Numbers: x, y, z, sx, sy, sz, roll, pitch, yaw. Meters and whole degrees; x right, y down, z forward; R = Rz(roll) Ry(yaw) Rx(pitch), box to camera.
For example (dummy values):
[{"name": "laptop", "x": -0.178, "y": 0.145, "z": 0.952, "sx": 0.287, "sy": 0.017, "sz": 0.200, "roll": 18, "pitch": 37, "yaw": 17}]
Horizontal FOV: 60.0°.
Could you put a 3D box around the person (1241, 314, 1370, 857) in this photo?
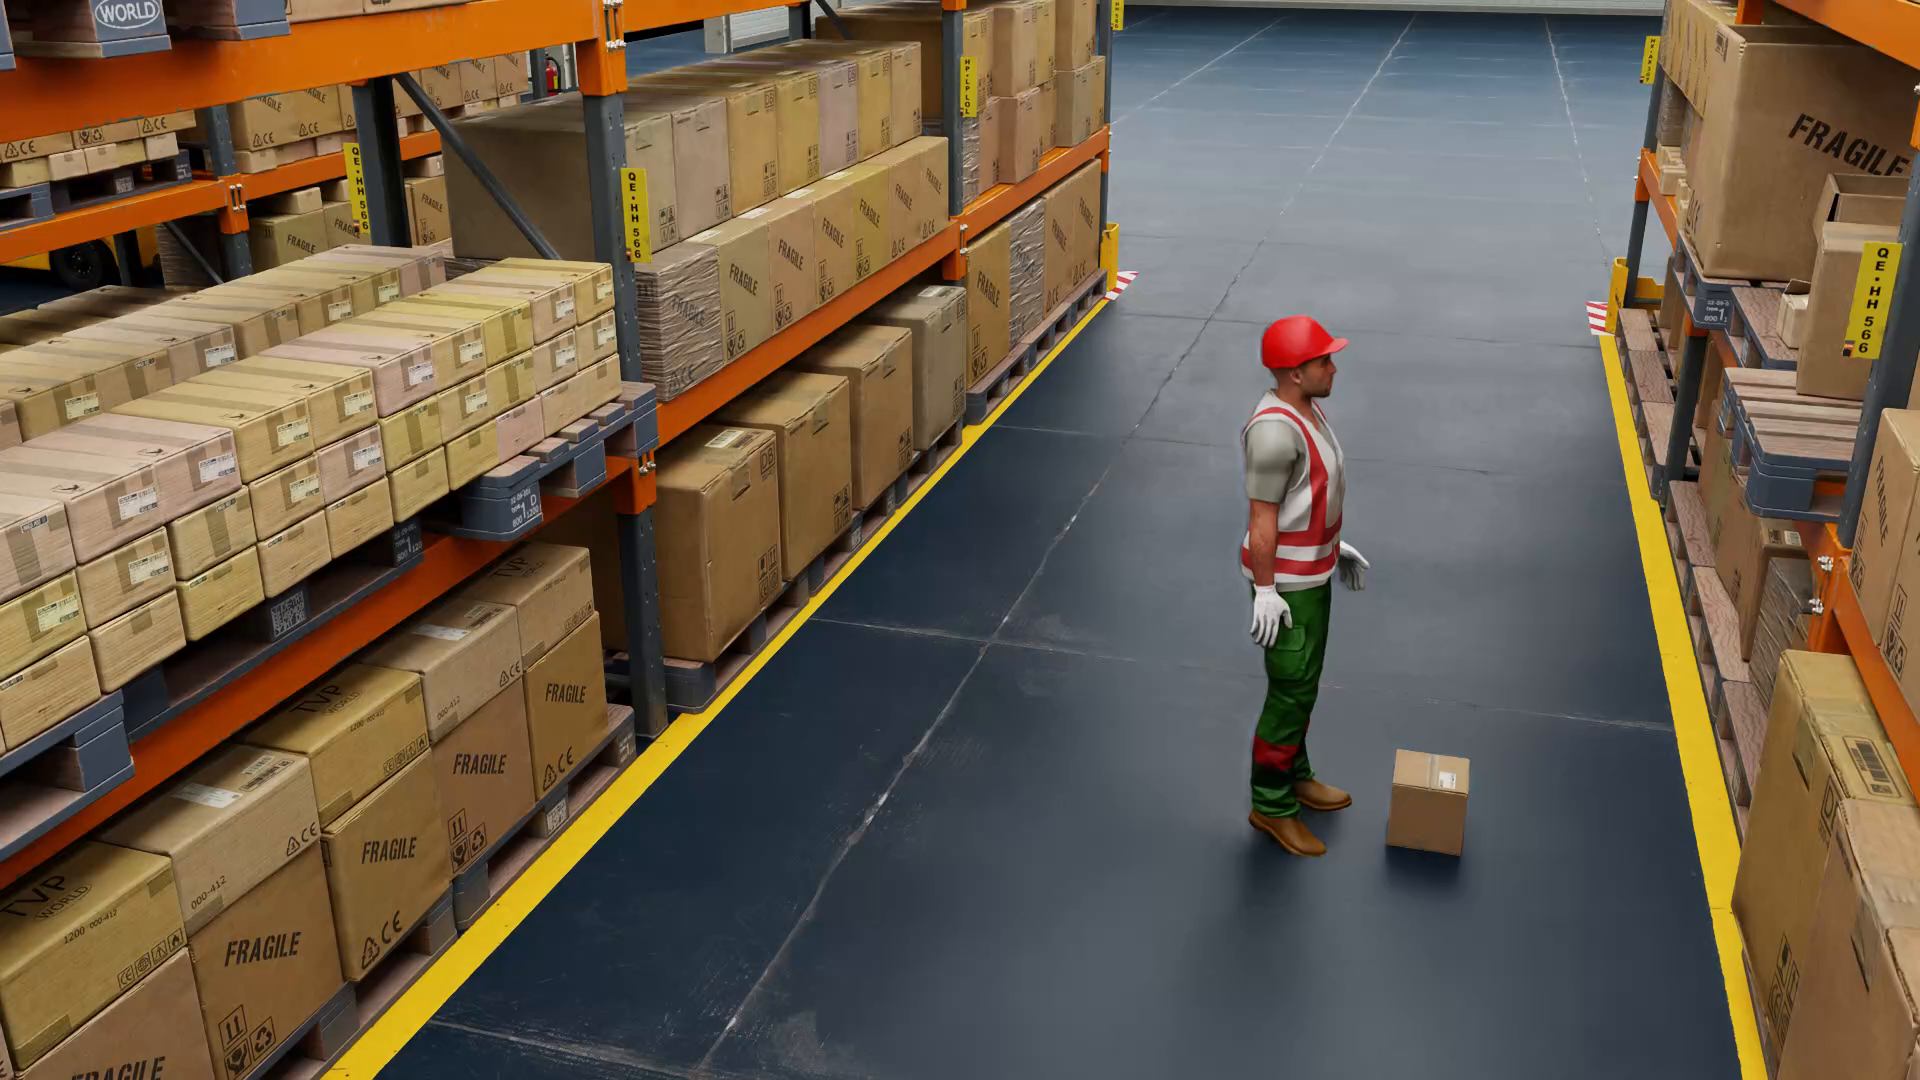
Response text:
[{"name": "person", "x": 1.171, "y": 0.152, "z": 5.656, "sx": 0.442, "sy": 1.842, "sz": 0.591, "roll": 8, "pitch": 23, "yaw": 20}]
